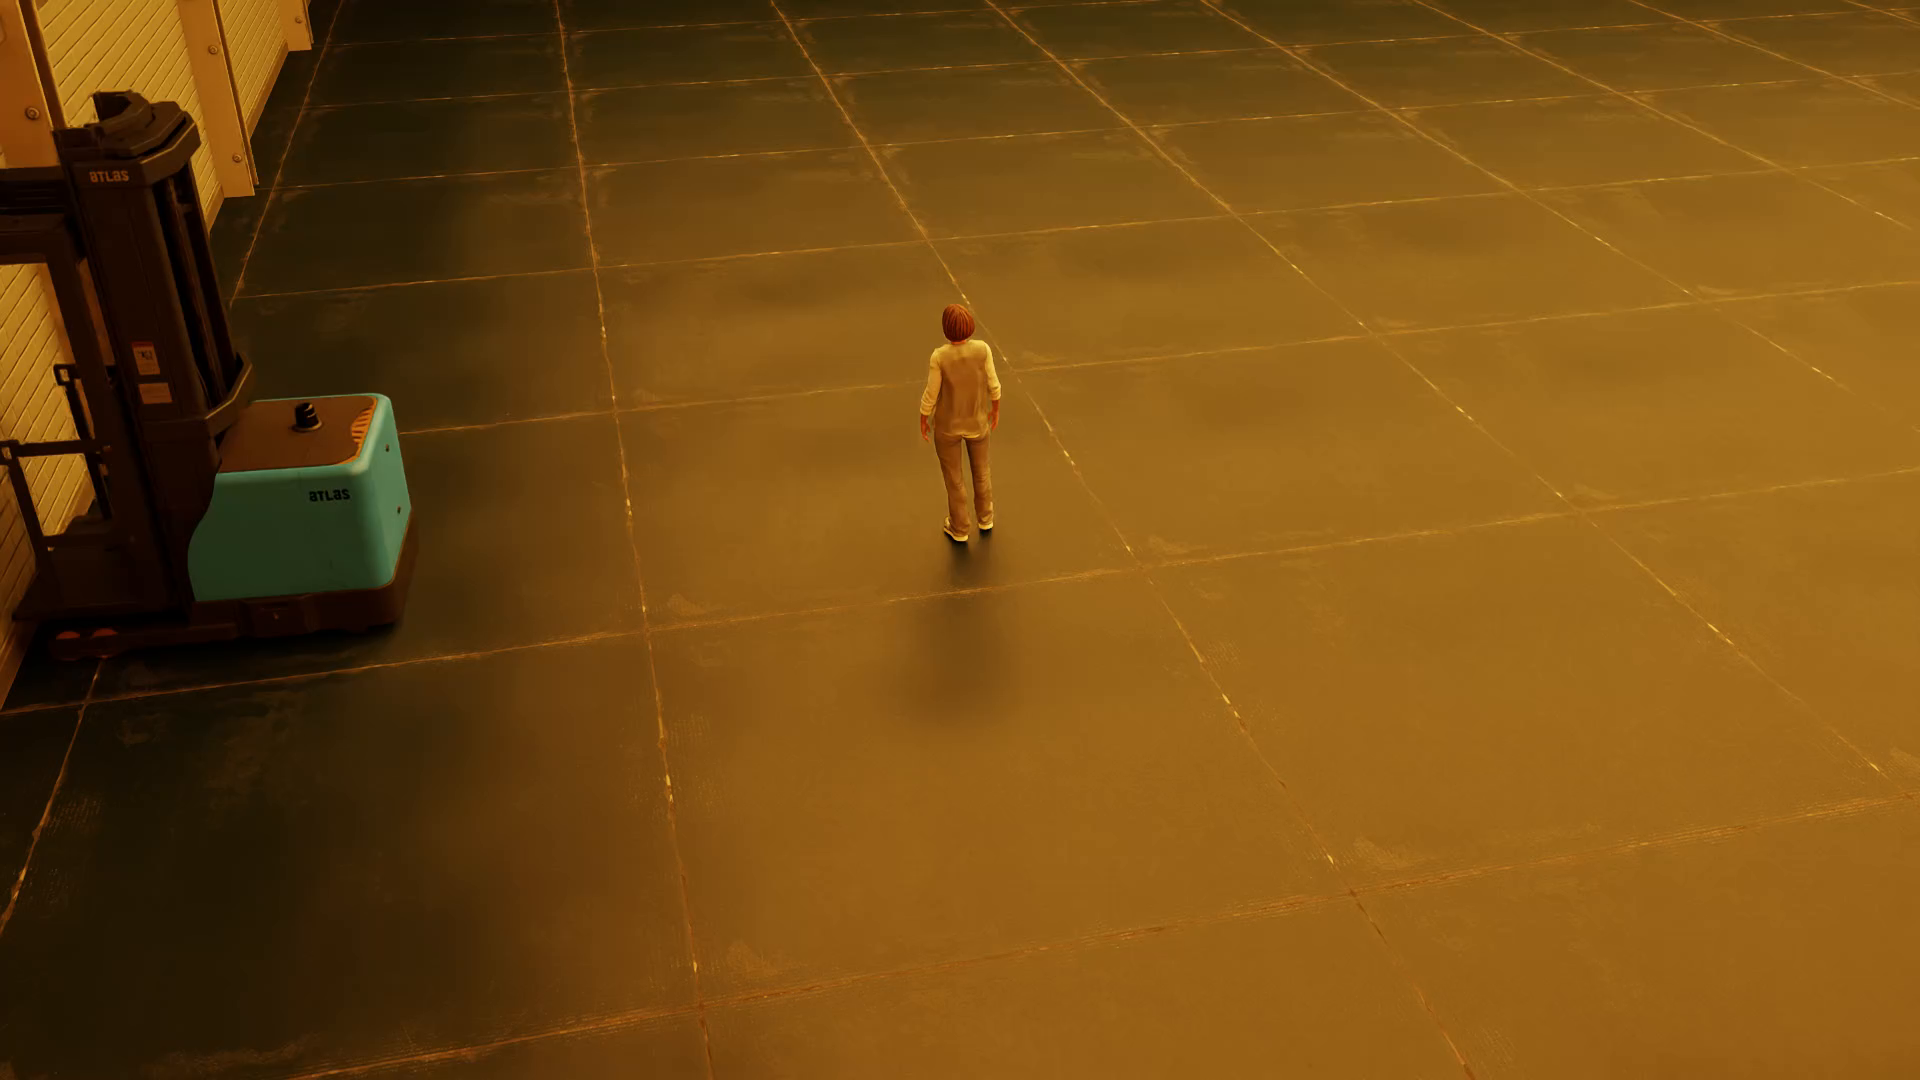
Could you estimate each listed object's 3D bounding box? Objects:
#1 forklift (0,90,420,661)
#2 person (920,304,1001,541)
[{"bbox_3d":[-4.792,-0.872,9.081,3.031,2.935,1.130,-4,30,-8],"label":"forklift"},{"bbox_3d":[-0.004,-0.736,10.162,0.520,1.599,0.473,-7,31,-12],"label":"person"}]
